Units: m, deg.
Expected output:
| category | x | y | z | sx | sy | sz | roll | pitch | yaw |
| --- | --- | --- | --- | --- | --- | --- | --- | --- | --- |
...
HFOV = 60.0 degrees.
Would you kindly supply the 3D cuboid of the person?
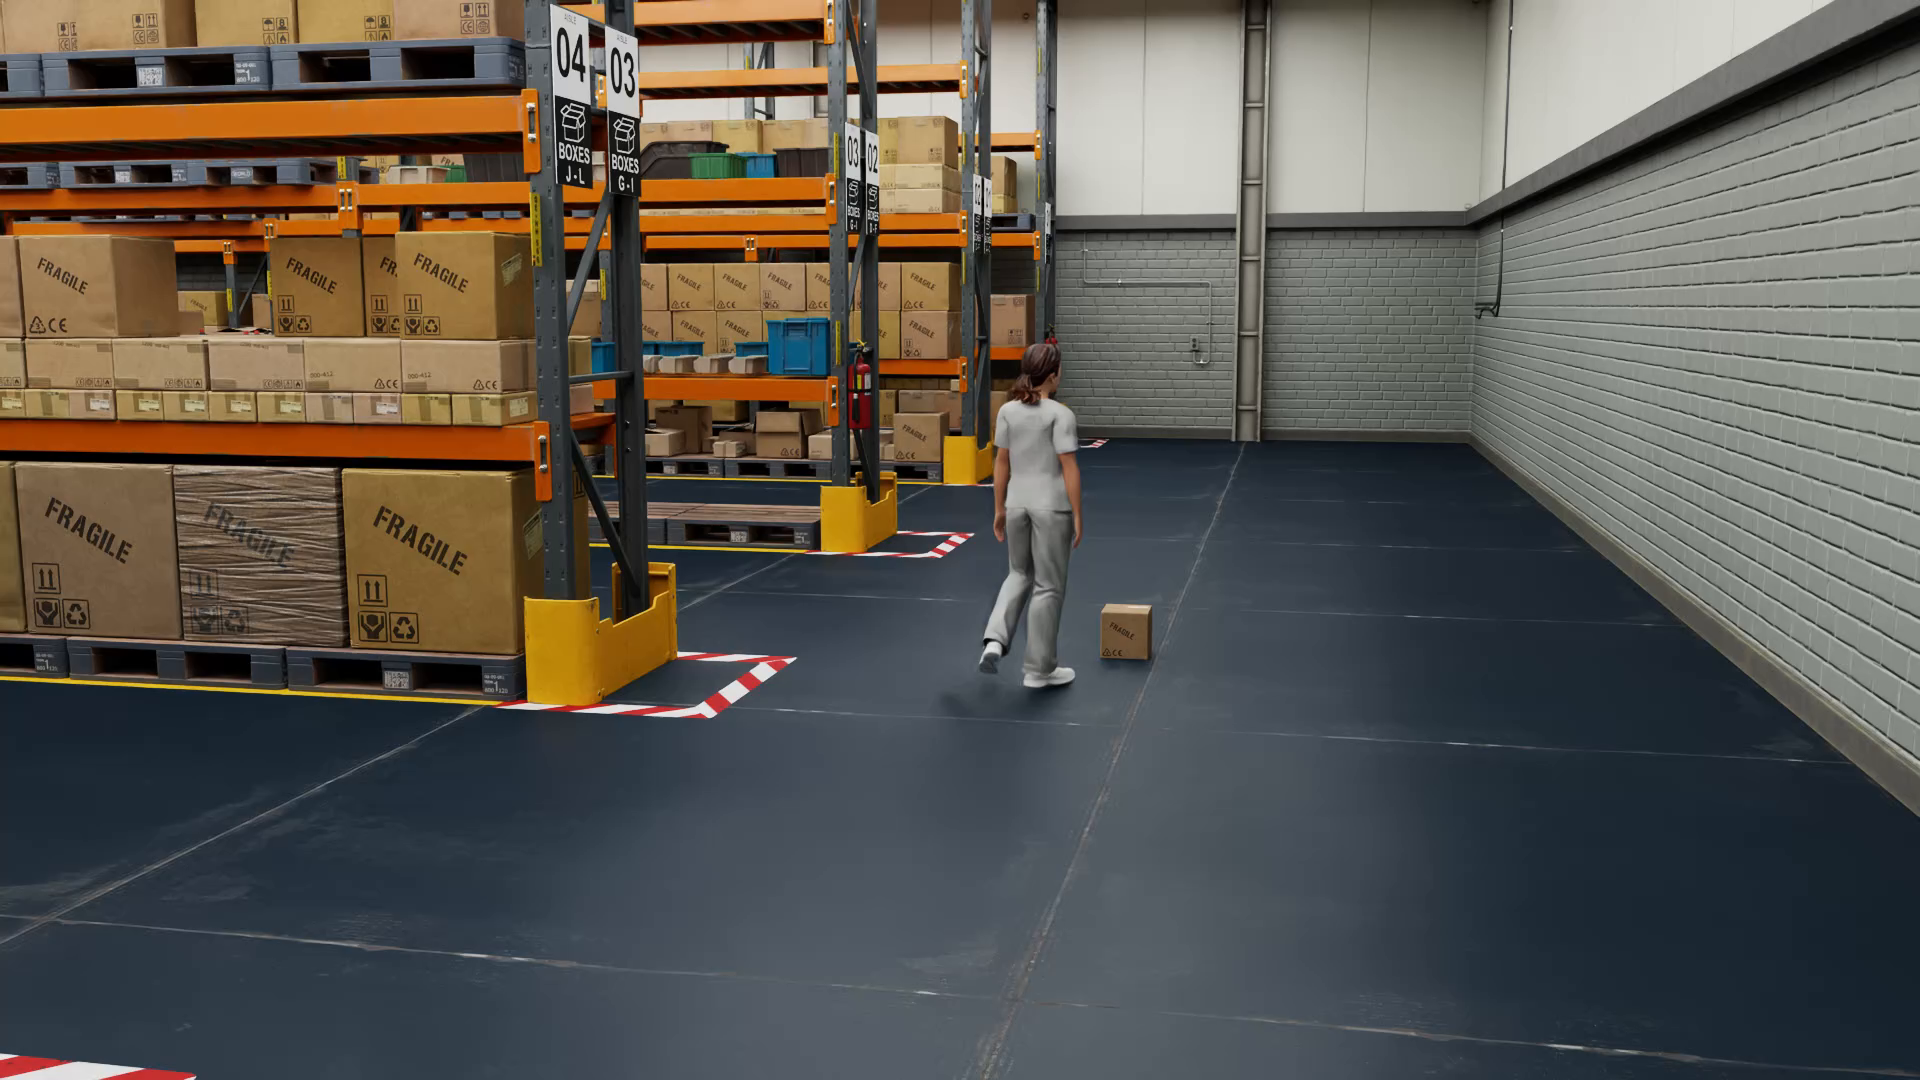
| category | x | y | z | sx | sy | sz | roll | pitch | yaw |
| --- | --- | --- | --- | --- | --- | --- | --- | --- | --- |
| person | 0.351 | -0.114 | 8.039 | 0.513 | 1.667 | 0.450 | 6 | 10 | 37 |
